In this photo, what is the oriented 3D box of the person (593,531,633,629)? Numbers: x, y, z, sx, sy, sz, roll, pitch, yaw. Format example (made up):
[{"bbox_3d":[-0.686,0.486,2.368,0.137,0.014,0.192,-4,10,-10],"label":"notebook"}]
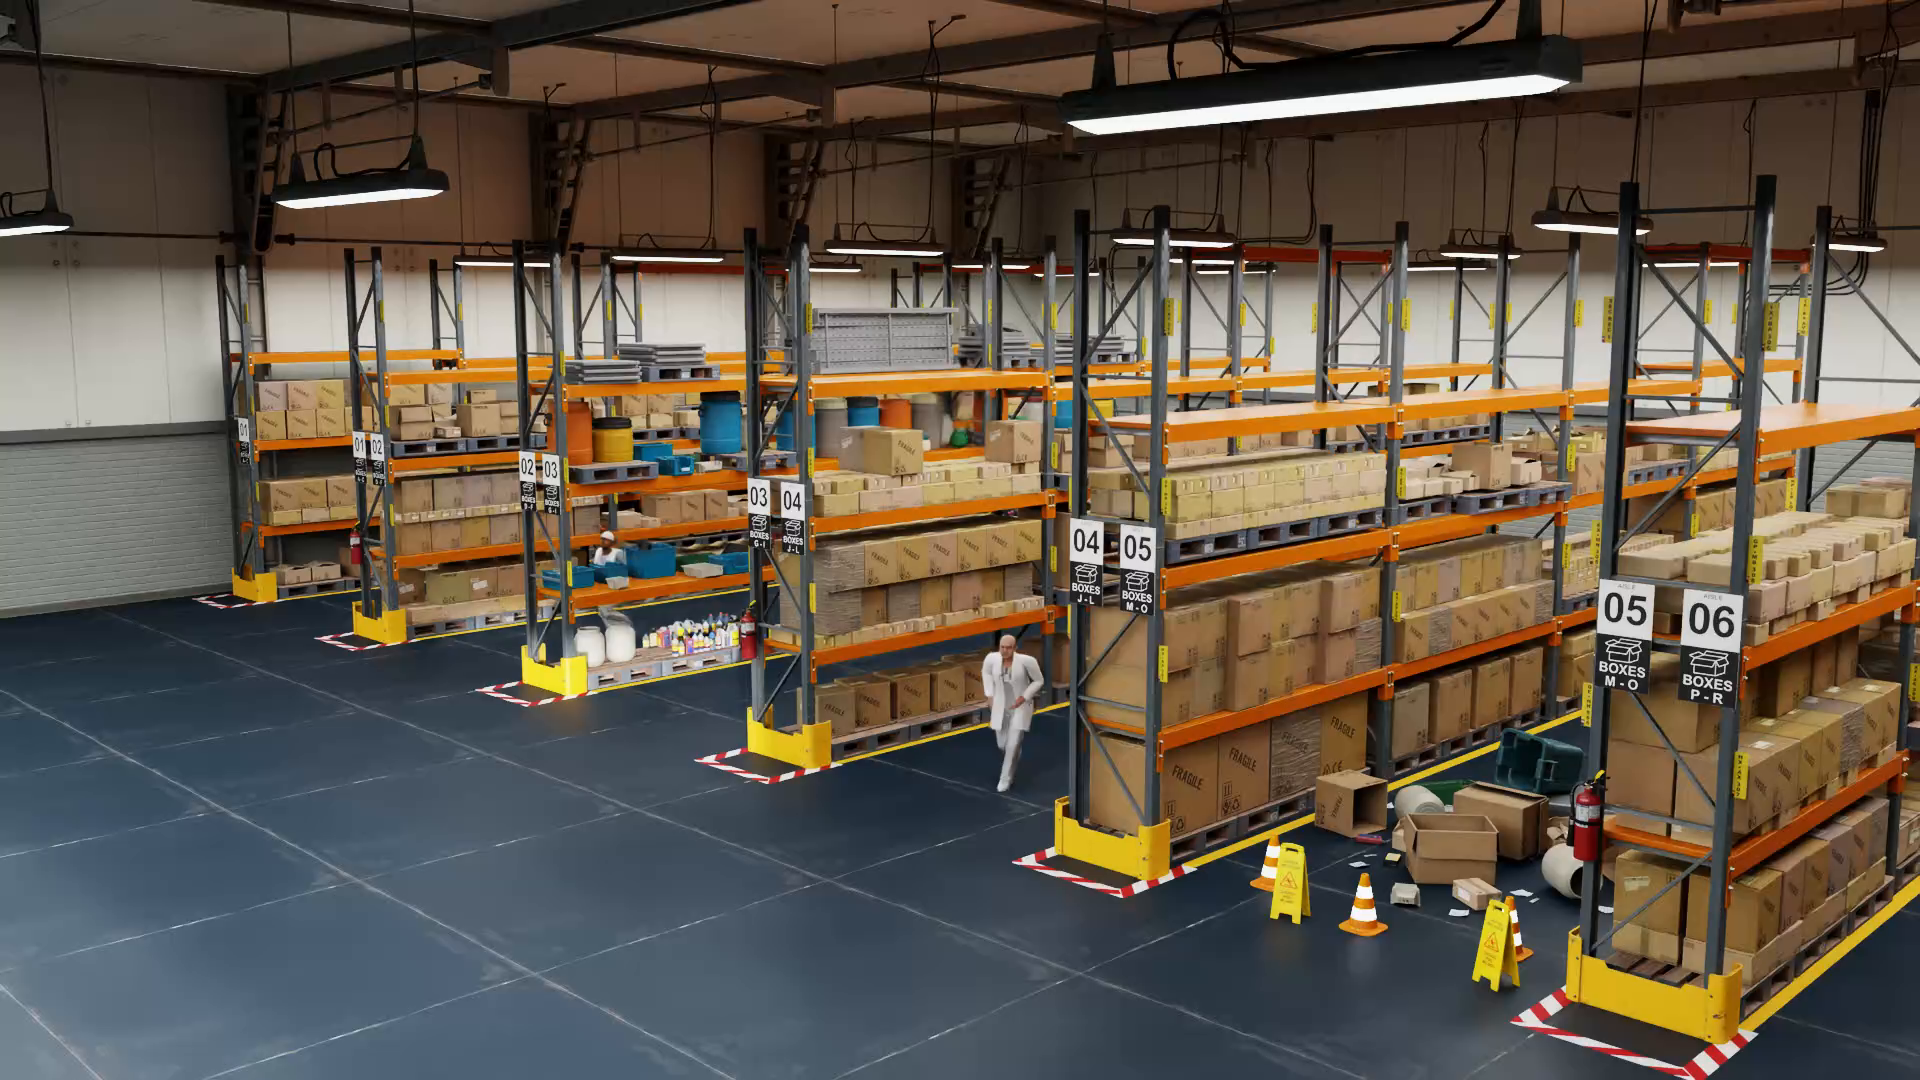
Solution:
[{"bbox_3d":[-5.349,0.728,25.310,0.667,1.746,0.633,5,10,32],"label":"person"}]

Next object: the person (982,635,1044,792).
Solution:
[{"bbox_3d":[0.577,1.816,17.916,0.706,1.718,0.812,2,8,13],"label":"person"}]
